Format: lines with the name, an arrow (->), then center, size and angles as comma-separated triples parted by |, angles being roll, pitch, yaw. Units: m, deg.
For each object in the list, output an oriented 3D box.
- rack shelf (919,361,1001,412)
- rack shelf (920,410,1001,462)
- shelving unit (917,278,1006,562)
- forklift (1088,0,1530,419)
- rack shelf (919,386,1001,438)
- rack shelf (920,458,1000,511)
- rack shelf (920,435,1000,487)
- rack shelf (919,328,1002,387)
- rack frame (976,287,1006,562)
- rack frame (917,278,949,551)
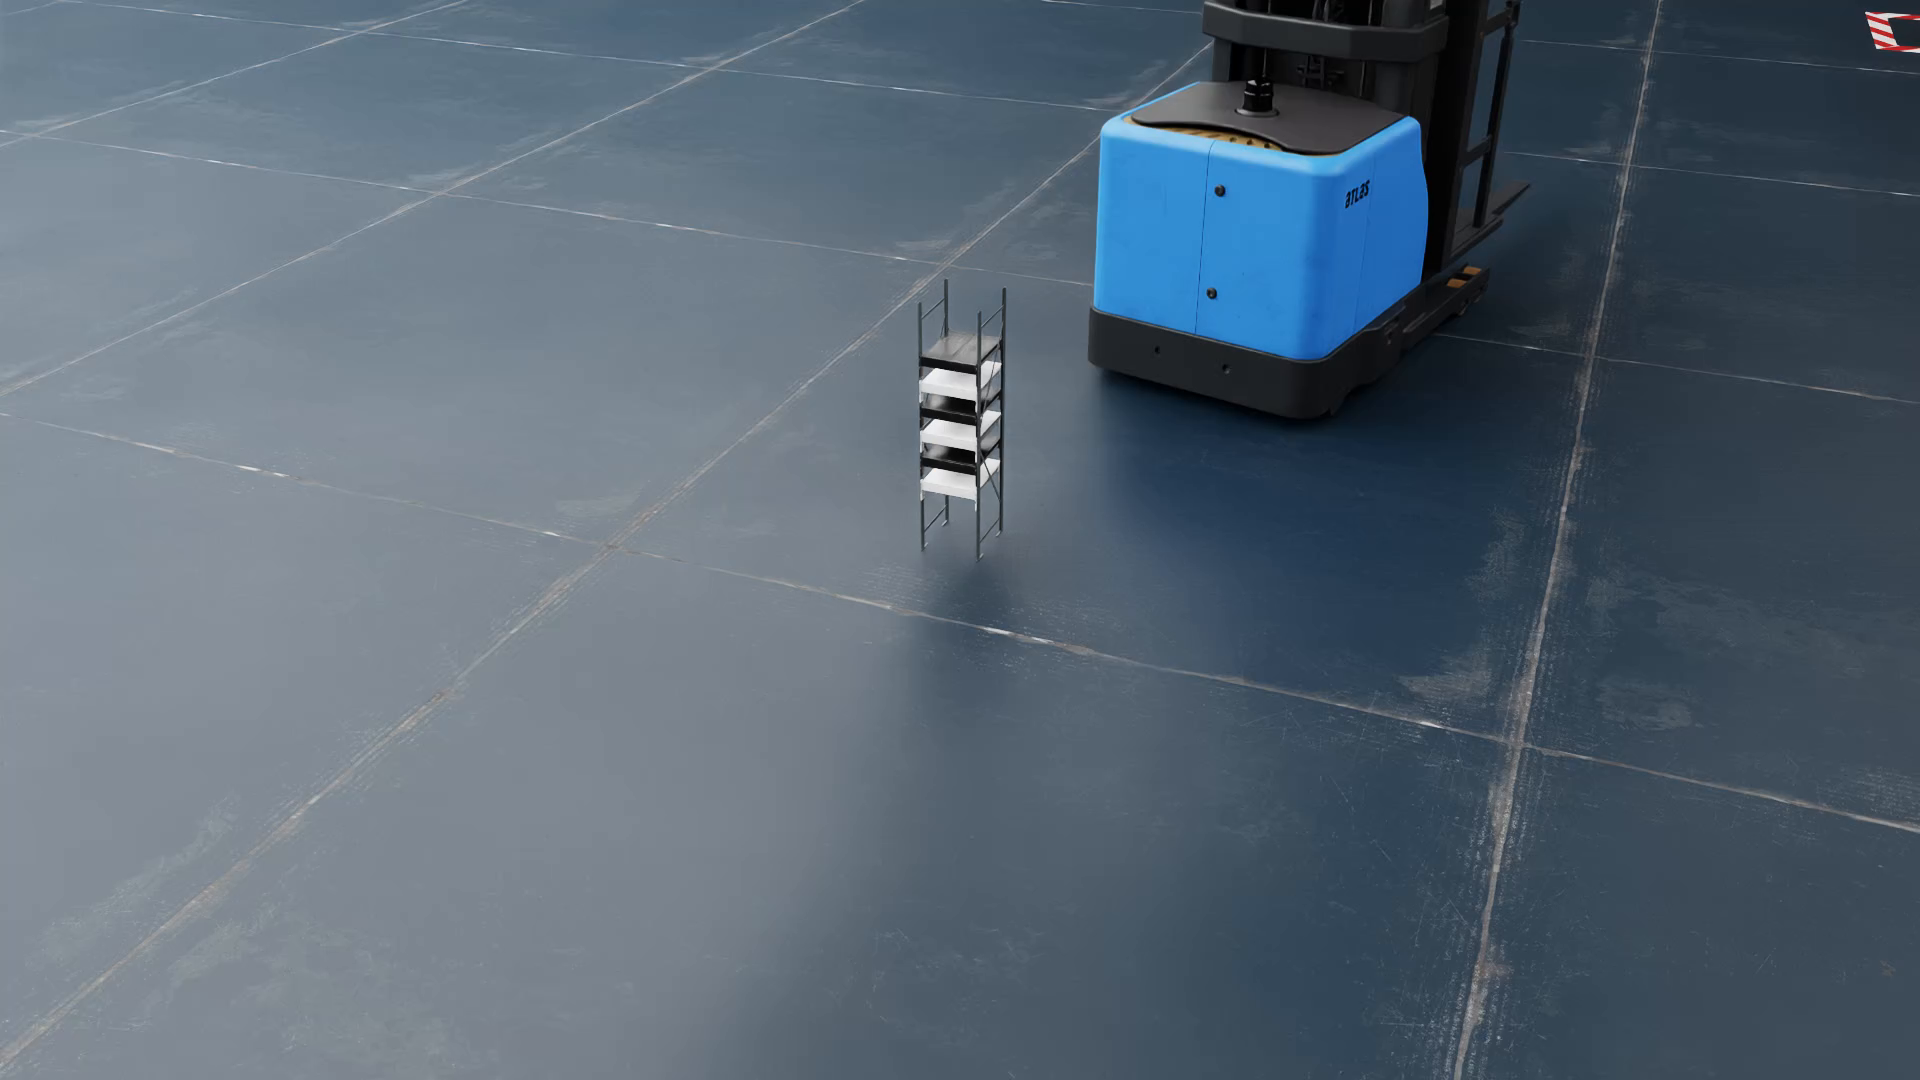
rack shelf -> 0.008, -0.518, 5.454 | 0.200, 0.077, 0.258 | 11, 31, 19
rack shelf -> 0.008, -0.361, 5.542 | 0.200, 0.077, 0.258 | 11, 31, 19
shelving unit -> 0.008, -0.390, 5.526 | 0.210, 0.900, 0.258 | 11, 31, 19
forklift -> 1.792, -2.417, 7.047 | 1.130, 2.935, 3.031 | 19, 35, 30
rack shelf -> 0.008, -0.440, 5.498 | 0.200, 0.077, 0.258 | 11, 31, 19
rack shelf -> 0.008, -0.205, 5.631 | 0.200, 0.077, 0.258 | 11, 31, 19
rack shelf -> 0.008, -0.283, 5.587 | 0.200, 0.077, 0.258 | 11, 31, 19
rack shelf -> 0.008, -0.596, 5.409 | 0.200, 0.077, 0.258 | 11, 31, 19
rack frame -> 0.102, -0.371, 5.493 | 0.006, 0.900, 0.240 | 11, 31, 19
rack frame -> -0.087, -0.409, 5.559 | 0.006, 0.900, 0.240 | 11, 31, 19
